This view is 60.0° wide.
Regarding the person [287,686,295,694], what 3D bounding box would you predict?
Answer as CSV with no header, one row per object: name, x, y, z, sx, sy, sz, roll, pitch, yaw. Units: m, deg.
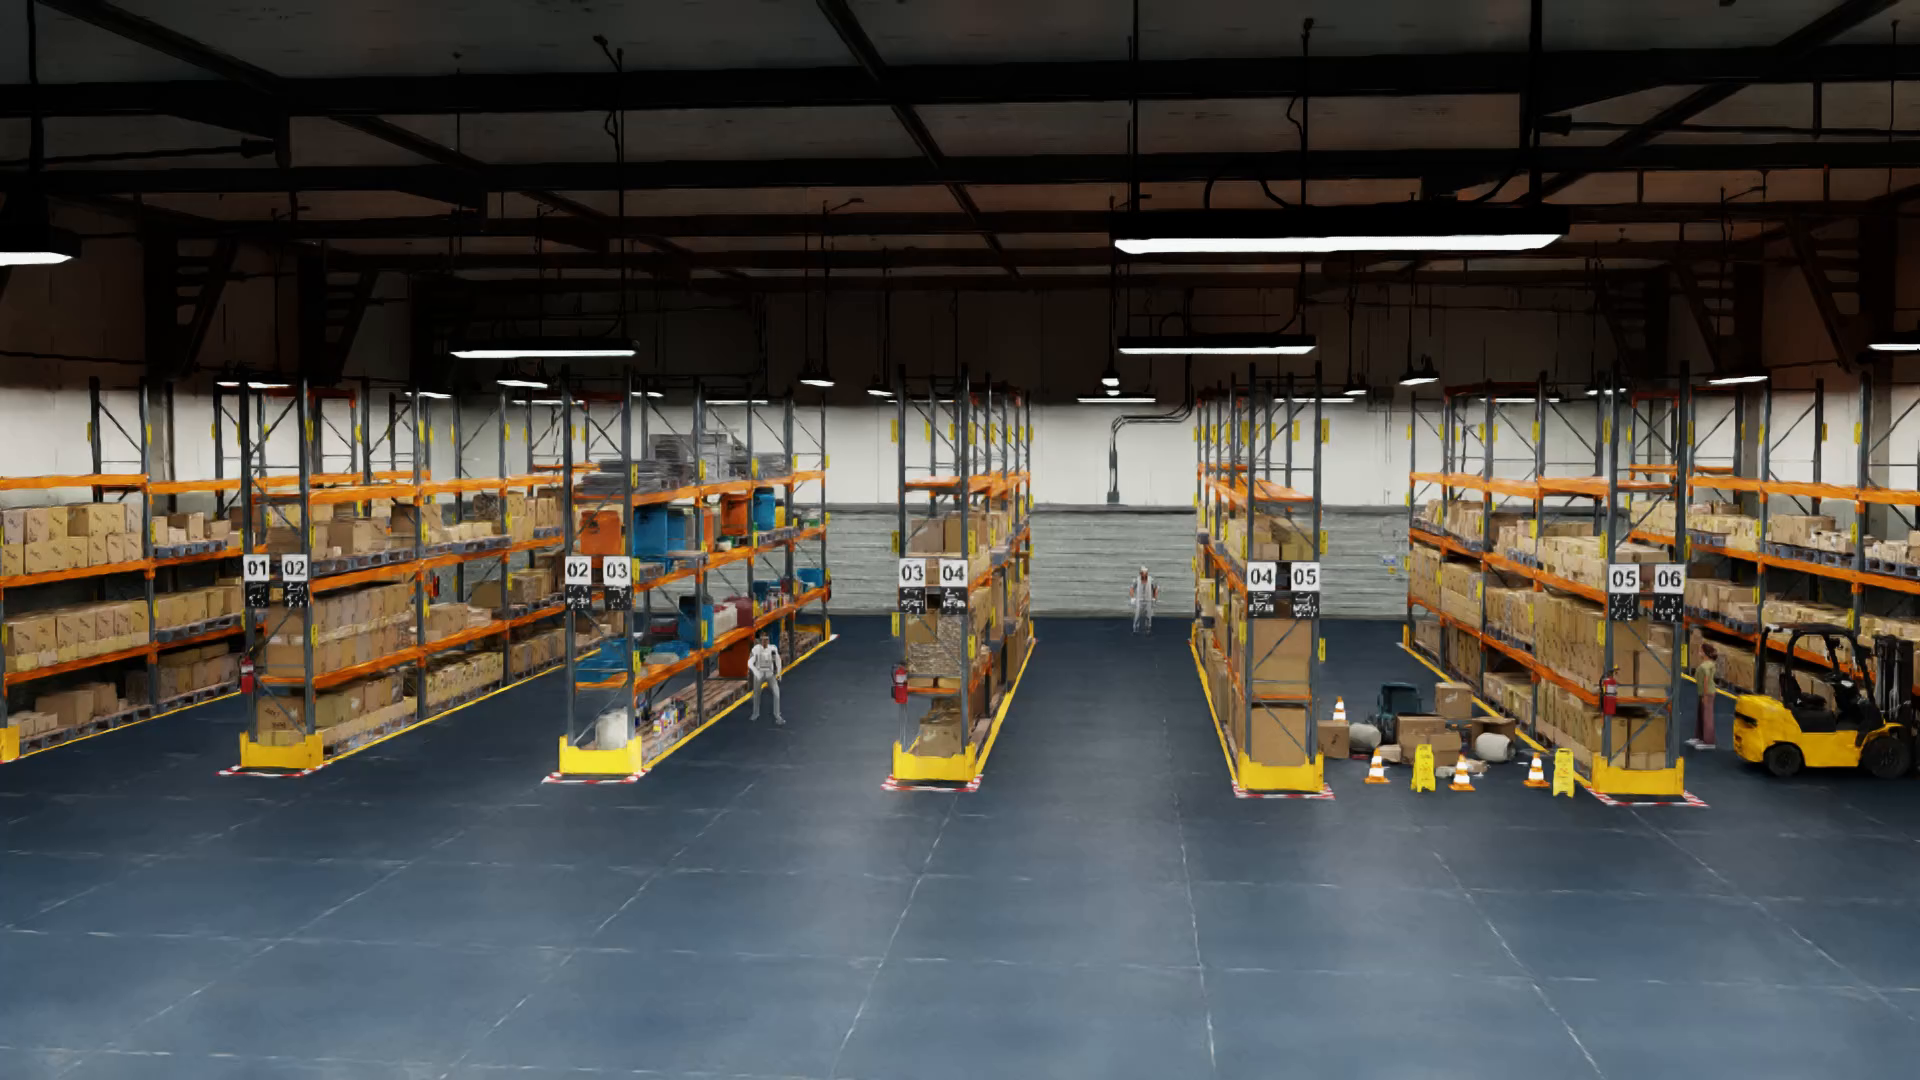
person,-11.499,2.276,29.055,0.677,1.742,0.552,0,4,4

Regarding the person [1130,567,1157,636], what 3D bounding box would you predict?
person,4.520,1.514,40.958,0.677,1.741,0.551,0,4,4

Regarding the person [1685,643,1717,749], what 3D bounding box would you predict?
person,11.796,2.458,26.416,0.477,1.675,0.493,3,4,35

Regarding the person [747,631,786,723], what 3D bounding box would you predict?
person,-3.366,2.342,28.768,0.638,1.607,0.814,-1,4,-11
